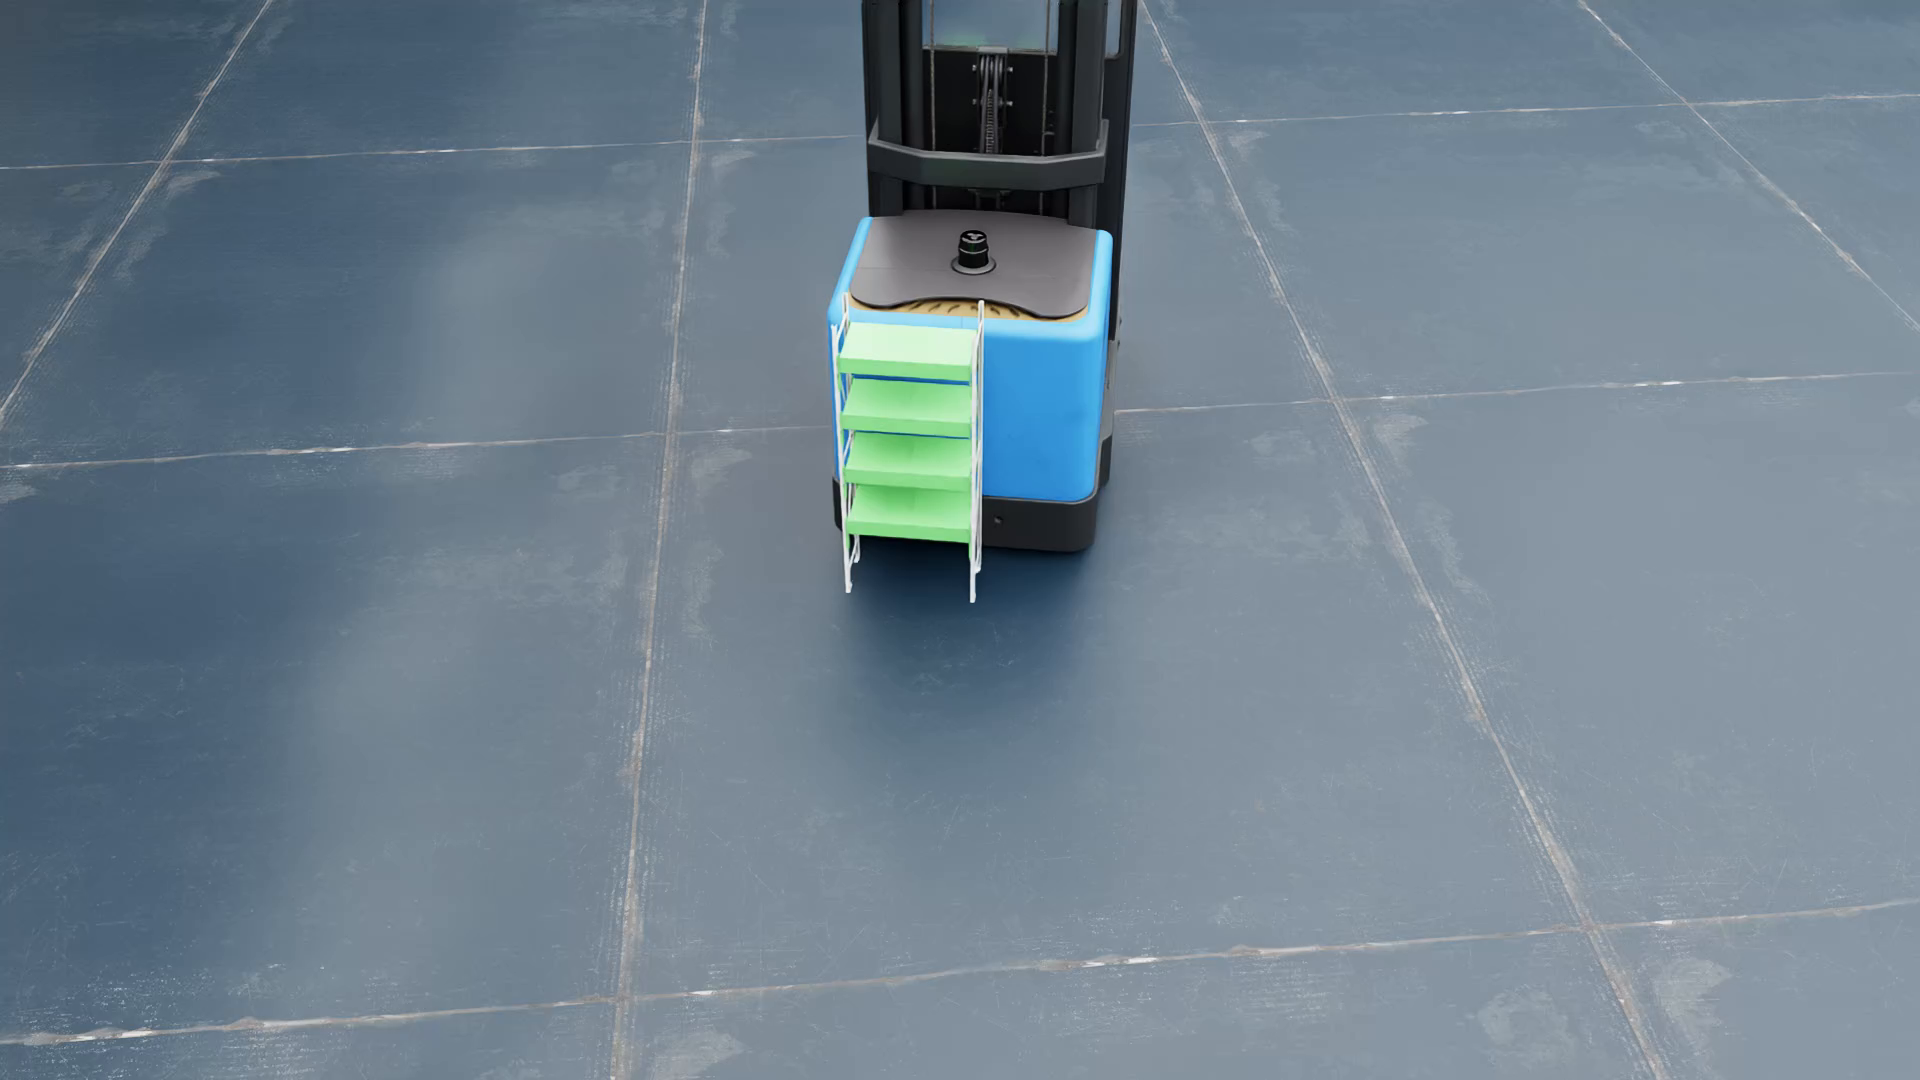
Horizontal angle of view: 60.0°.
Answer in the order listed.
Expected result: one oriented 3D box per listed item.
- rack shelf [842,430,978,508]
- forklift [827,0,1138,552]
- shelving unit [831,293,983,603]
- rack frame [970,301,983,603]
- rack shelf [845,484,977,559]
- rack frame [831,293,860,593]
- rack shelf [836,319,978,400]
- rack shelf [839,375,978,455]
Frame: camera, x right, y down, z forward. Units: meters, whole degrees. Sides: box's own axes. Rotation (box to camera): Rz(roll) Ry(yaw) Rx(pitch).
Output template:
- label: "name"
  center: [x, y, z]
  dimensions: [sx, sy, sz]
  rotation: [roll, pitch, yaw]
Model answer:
- label: "rack shelf"
  center: [-0.181, -0.269, 6.225]
  dimensions: [0.480, 0.148, 0.258]
  rotation: [4, 39, 5]
- label: "forklift"
  center: [0.184, -2.009, 6.929]
  dimensions: [1.130, 2.935, 3.031]
  rotation: [4, 38, 5]
- label: "shelving unit"
  center: [-0.181, -0.319, 6.185]
  dimensions: [0.503, 1.200, 0.258]
  rotation: [4, 39, 5]
- label: "rack frame"
  center: [0.062, -0.301, 6.162]
  dimensions: [0.015, 1.200, 0.240]
  rotation: [4, 39, 5]
- label: "rack shelf"
  center: [-0.181, -0.080, 6.374]
  dimensions: [0.480, 0.148, 0.258]
  rotation: [4, 39, 5]
- label: "rack frame"
  center: [-0.423, -0.337, 6.208]
  dimensions: [0.015, 1.200, 0.240]
  rotation: [4, 39, 5]
- label: "rack shelf"
  center: [-0.181, -0.645, 5.927]
  dimensions: [0.480, 0.148, 0.258]
  rotation: [4, 39, 5]
- label: "rack shelf"
  center: [-0.181, -0.457, 6.076]
  dimensions: [0.480, 0.148, 0.258]
  rotation: [4, 39, 5]
